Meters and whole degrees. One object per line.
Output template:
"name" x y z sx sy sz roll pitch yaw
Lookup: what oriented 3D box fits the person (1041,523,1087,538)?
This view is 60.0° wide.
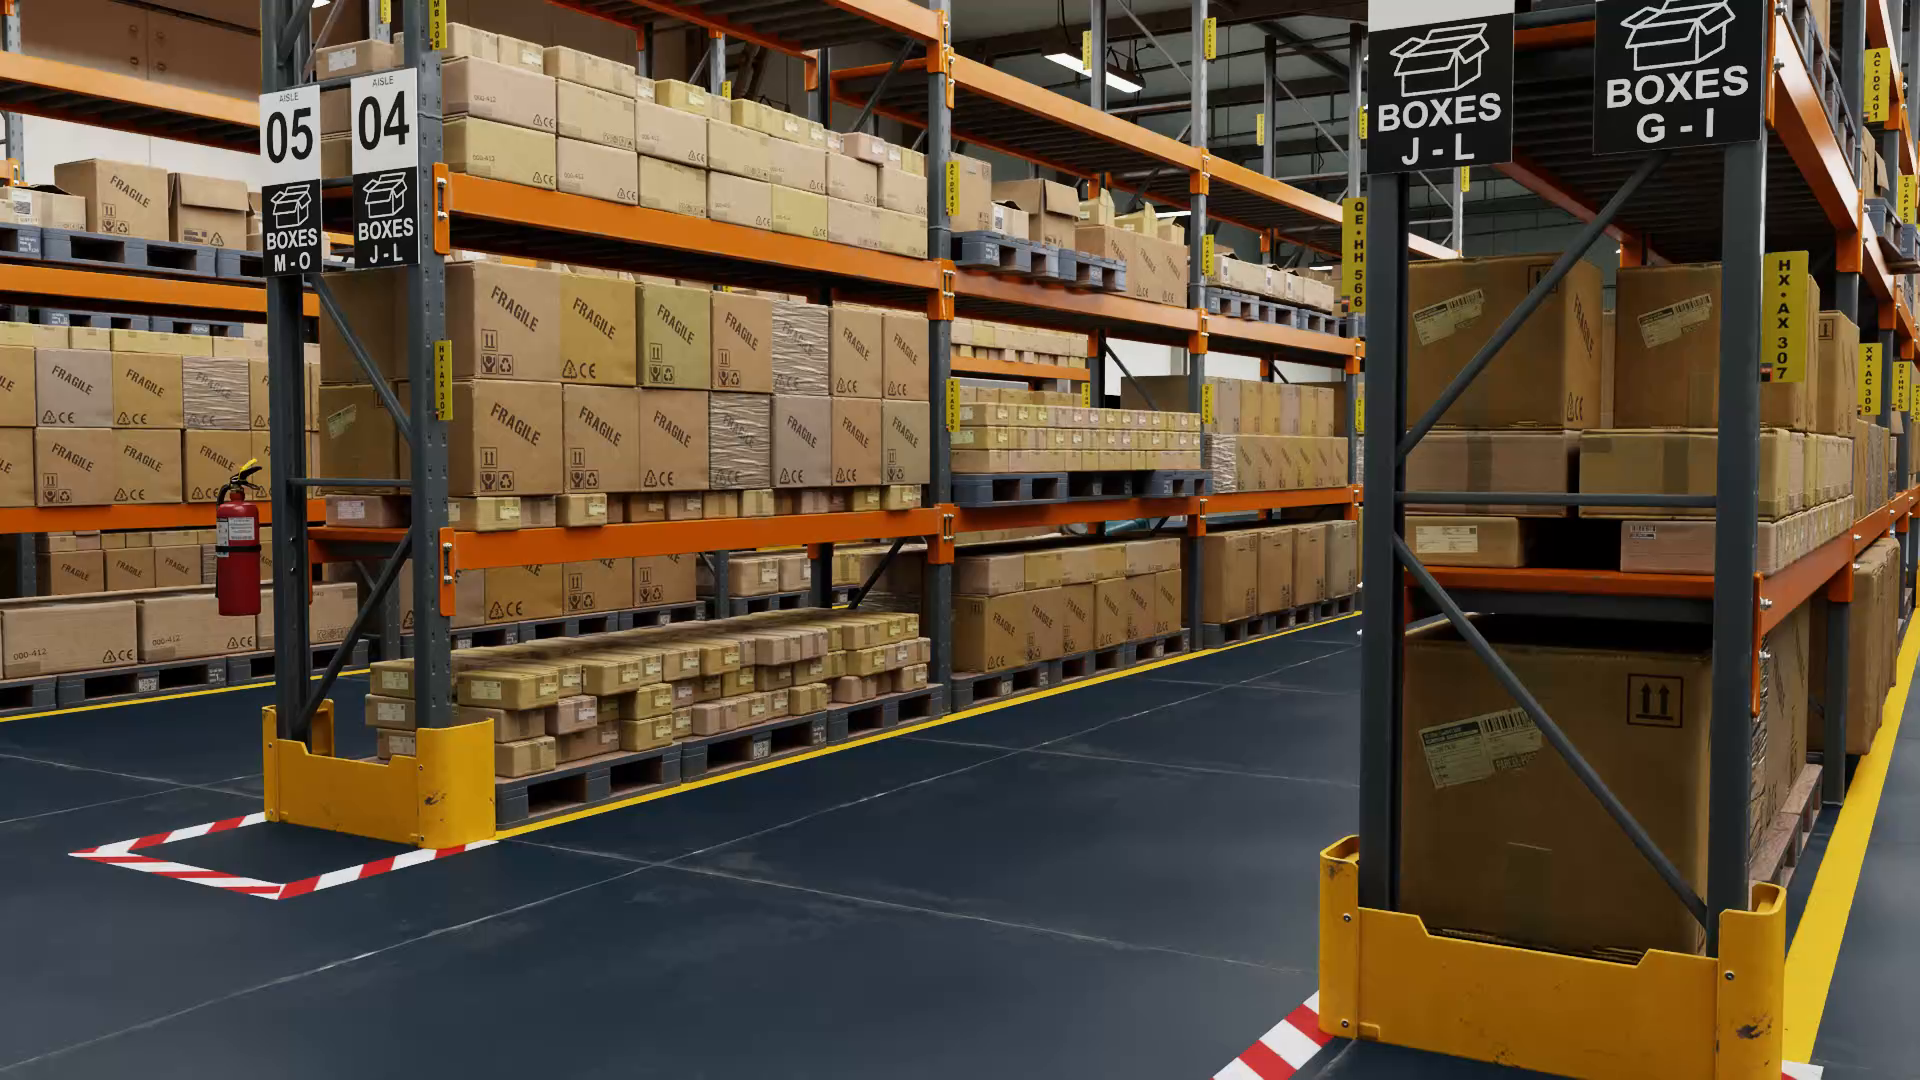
"person" 0.879 0.289 16.682 0.817 0.983 0.484 2 3 31
